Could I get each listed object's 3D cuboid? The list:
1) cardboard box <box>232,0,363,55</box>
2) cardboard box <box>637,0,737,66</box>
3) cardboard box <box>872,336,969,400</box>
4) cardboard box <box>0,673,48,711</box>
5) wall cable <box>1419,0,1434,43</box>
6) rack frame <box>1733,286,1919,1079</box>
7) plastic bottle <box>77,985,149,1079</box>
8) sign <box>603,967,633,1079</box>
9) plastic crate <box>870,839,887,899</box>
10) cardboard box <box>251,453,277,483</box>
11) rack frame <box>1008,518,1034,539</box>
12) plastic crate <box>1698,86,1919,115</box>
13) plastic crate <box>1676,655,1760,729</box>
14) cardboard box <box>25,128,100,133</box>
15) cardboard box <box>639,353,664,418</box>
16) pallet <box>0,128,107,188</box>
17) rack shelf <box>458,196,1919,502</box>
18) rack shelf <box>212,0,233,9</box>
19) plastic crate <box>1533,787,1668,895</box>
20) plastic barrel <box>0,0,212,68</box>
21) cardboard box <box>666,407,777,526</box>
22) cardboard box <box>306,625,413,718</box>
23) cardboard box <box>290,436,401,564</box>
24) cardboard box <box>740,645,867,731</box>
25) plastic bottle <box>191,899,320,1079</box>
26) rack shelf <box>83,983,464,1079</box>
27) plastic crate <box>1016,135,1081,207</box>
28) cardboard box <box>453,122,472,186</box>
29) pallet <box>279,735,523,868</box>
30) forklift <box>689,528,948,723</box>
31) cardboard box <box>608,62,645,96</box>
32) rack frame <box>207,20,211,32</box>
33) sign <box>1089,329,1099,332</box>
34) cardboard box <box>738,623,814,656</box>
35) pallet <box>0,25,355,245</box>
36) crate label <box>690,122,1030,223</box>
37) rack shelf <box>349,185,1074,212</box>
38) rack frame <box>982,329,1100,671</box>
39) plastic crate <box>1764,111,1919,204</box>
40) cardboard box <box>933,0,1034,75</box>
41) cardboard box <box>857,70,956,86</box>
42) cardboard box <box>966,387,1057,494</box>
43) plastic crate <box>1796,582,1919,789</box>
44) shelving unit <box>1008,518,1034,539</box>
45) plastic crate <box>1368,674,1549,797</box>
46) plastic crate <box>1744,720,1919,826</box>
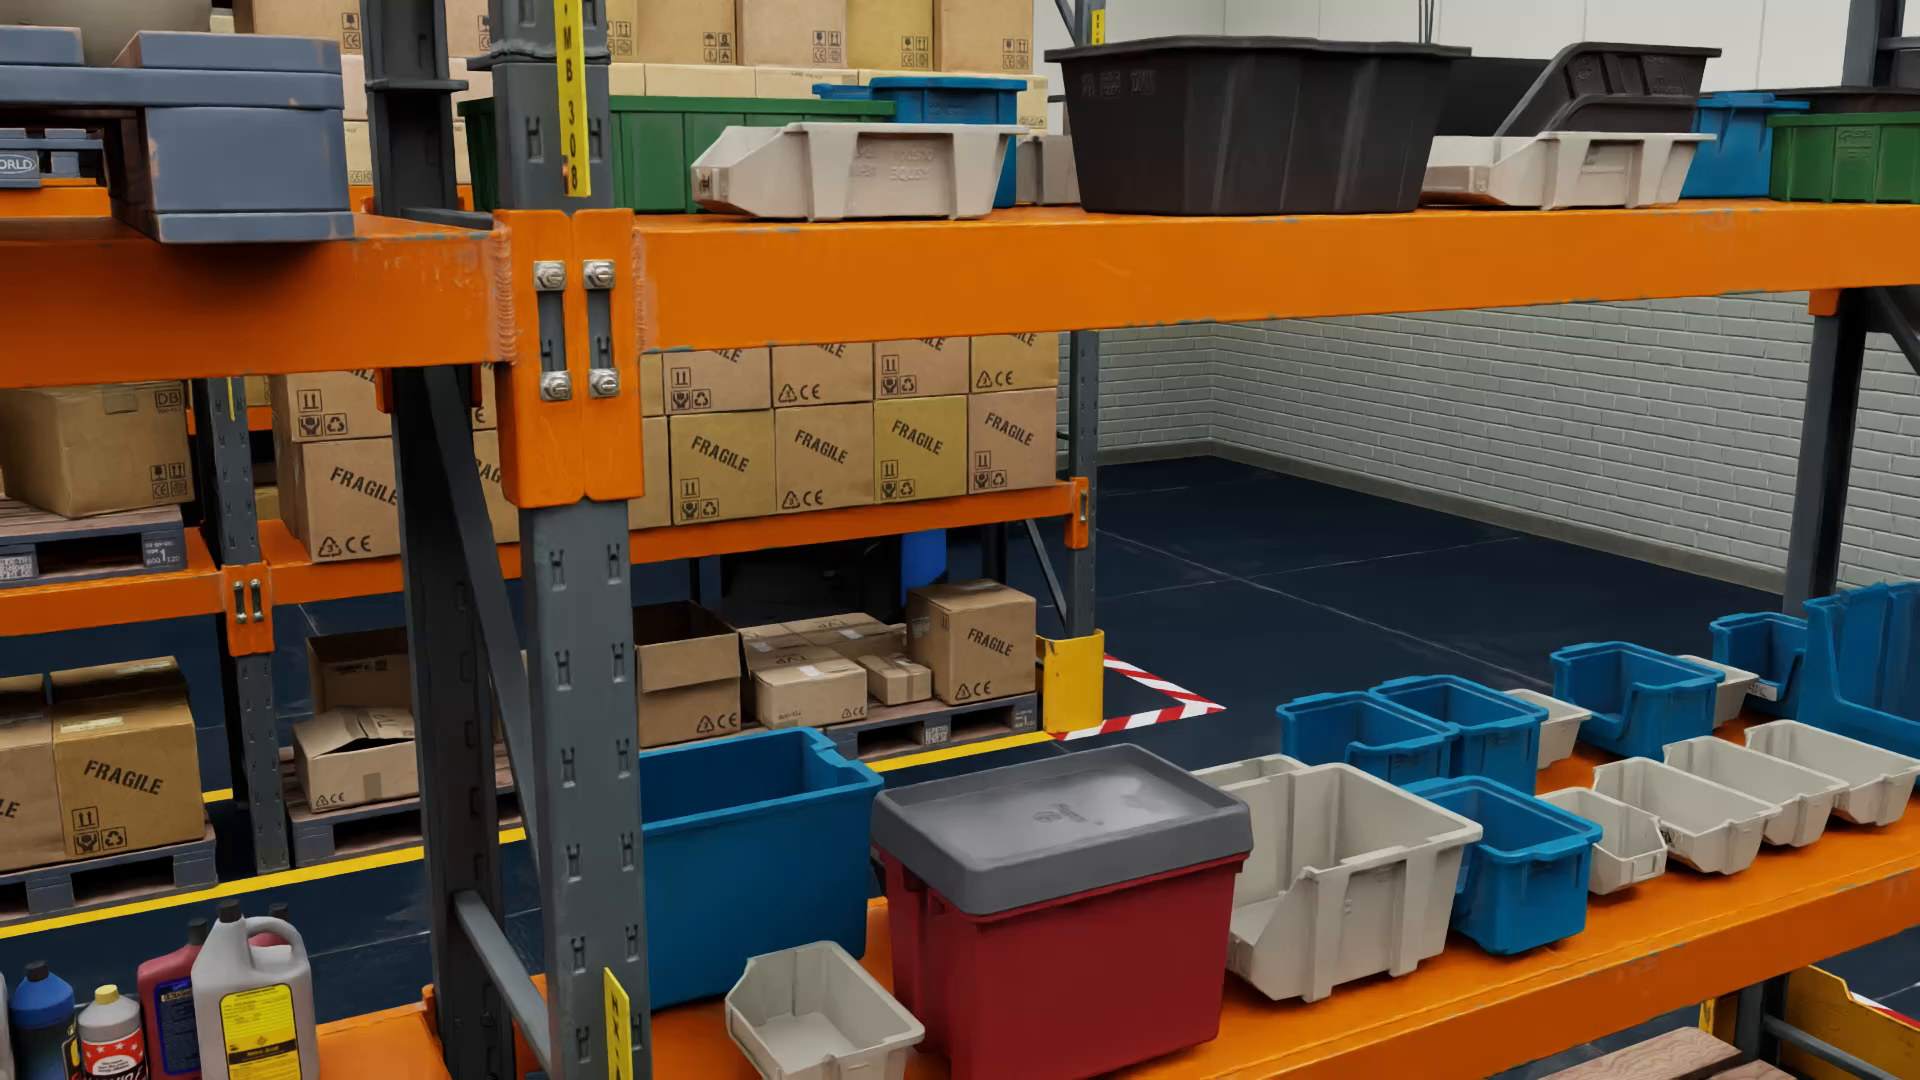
[{"bbox_3d":[-2.689,-2.228,6.841,0.500,0.500,0.700,-7,14,-28],"label":"cardboard box"},{"bbox_3d":[-1.380,-2.389,7.556,0.500,0.500,0.700,-7,14,-28],"label":"cardboard box"},{"bbox_3d":[-0.288,-0.974,8.100,0.500,0.500,0.500,-6,14,-26],"label":"cardboard box"},{"bbox_3d":[-4.102,0.897,6.981,0.500,0.500,0.500,-7,14,-27],"label":"cardboard box"},{"bbox_3d":[3.172,-3.483,15.161,0.112,2.526,3.097,-7,14,-28],"label":"wall cable"},{"bbox_3d":[2.784,0.365,4.658,0.127,3.000,1.000,-7,14,-28],"label":"rack frame"},{"bbox_3d":[-1.463,0.868,2.871,0.097,0.201,0.097,0,13,0],"label":"plastic bottle"},{"bbox_3d":[-0.465,0.757,2.285,0.005,0.325,0.100,-7,14,-28],"label":"sign"},{"bbox_3d":[0.126,0.721,3.565,0.590,0.125,0.437,-7,14,-28],"label":"plastic crate"},{"bbox_3d":[-4.991,-0.508,11.792,0.250,0.149,0.380,-7,14,-28],"label":"cardboard box"},{"bbox_3d":[0.452,-0.603,13.226,0.032,1.125,0.500,-7,14,-28],"label":"rack frame"},{"bbox_3d":[2.312,-1.048,4.401,0.590,0.269,0.497,-7,14,-28],"label":"plastic crate"},{"bbox_3d":[2.088,0.444,4.767,0.298,0.136,0.250,-7,14,-28],"label":"plastic crate"},{"bbox_3d":[-3.575,-1.897,6.461,0.600,0.600,0.600,-8,15,-33],"label":"cardboard box"},{"bbox_3d":[-1.645,-0.810,7.371,0.500,0.500,0.500,-7,15,-30],"label":"cardboard box"},{"bbox_3d":[-3.704,-1.486,6.478,1.003,0.211,1.213,-7,14,-28],"label":"pallet"},{"bbox_3d":[1.028,-0.537,3.472,4.000,0.370,1.077,-7,14,-28],"label":"rack shelf"},{"bbox_3d":[-3.719,-3.715,11.670,4.000,0.370,1.077,-7,14,-28],"label":"rack shelf"},{"bbox_3d":[1.410,0.681,3.715,0.250,0.136,0.298,-7,14,-28],"label":"plastic crate"},{"bbox_3d":[-1.309,-0.942,2.366,0.433,0.535,0.433,0,13,0],"label":"plastic barrel"},{"bbox_3d":[-1.186,-0.380,7.738,0.500,0.500,0.500,-7,14,-29],"label":"cardboard box"},{"bbox_3d":[-2.733,0.721,7.766,0.500,0.500,0.500,-7,14,-28],"label":"cardboard box"},{"bbox_3d":[-2.520,-0.220,7.025,0.500,0.500,0.500,-6,14,-26],"label":"cardboard box"},{"bbox_3d":[-0.794,0.735,8.271,0.500,0.250,0.500,-7,14,-28],"label":"cardboard box"},{"bbox_3d":[-1.227,0.788,2.887,0.185,0.351,0.144,-7,14,-28],"label":"plastic bottle"},{"bbox_3d":[-2.483,1.347,1.932,4.000,0.370,1.077,-7,14,-28],"label":"rack shelf"},{"bbox_3d":[0.207,-0.757,3.408,0.466,0.136,0.293,-7,14,-28],"label":"plastic crate"},{"bbox_3d":[-2.111,-1.615,6.964,0.500,0.250,0.500,-7,14,-28],"label":"cardboard box"},{"bbox_3d":[-2.494,1.119,7.657,1.213,0.211,1.003,-7,14,-28],"label":"pallet"},{"bbox_3d":[-0.961,-0.661,9.372,1.130,2.935,3.031,3,13,15],"label":"forklift"},{"bbox_3d":[-1.669,-1.910,7.137,0.500,0.250,0.500,-7,14,-28],"label":"cardboard box"},{"bbox_3d":[-3.097,-3.096,6.372,0.127,3.000,1.000,-7,14,-28],"label":"rack frame"},{"bbox_3d":[0.662,-1.200,8.254,0.005,0.325,0.100,-7,14,-28],"label":"sign"},{"bbox_3d":[-1.077,0.644,8.676,0.500,0.250,0.500,-7,14,-28],"label":"cardboard box"},{"bbox_3d":[-1.369,-0.485,2.029,1.003,0.211,1.213,-7,14,-28],"label":"pallet"},{"bbox_3d":[-0.159,-0.545,2.469,0.466,0.136,0.293,-7,14,-28],"label":"crate label"},{"bbox_3d":[-1.342,-1.492,7.716,4.000,0.370,1.077,-7,14,-28],"label":"rack shelf"},{"bbox_3d":[0.413,-0.590,8.901,0.127,3.000,1.000,-7,14,-28],"label":"rack frame"},{"bbox_3d":[2.055,-0.837,3.646,0.336,0.188,0.450,-7,14,-28],"label":"plastic crate"},{"bbox_3d":[-0.030,-2.533,8.197,0.500,0.500,0.700,-7,14,-28],"label":"cardboard box"},{"bbox_3d":[-0.354,-2.069,7.841,0.500,0.250,0.500,-7,14,-28],"label":"cardboard box"},{"bbox_3d":[0.151,-0.540,8.447,0.500,0.500,0.500,-6,14,-26],"label":"cardboard box"},{"bbox_3d":[2.579,0.389,4.331,0.499,0.435,0.616,-7,14,-28],"label":"plastic crate"},{"bbox_3d":[0.006,-0.549,12.989,1.048,1.125,0.538,-7,14,-28],"label":"shelving unit"},{"bbox_3d":[1.253,0.518,4.220,0.300,0.233,0.416,-7,14,-28],"label":"plastic crate"},{"bbox_3d":[2.155,0.585,4.144,0.243,0.136,0.396,-7,14,-28],"label":"plastic crate"}]
